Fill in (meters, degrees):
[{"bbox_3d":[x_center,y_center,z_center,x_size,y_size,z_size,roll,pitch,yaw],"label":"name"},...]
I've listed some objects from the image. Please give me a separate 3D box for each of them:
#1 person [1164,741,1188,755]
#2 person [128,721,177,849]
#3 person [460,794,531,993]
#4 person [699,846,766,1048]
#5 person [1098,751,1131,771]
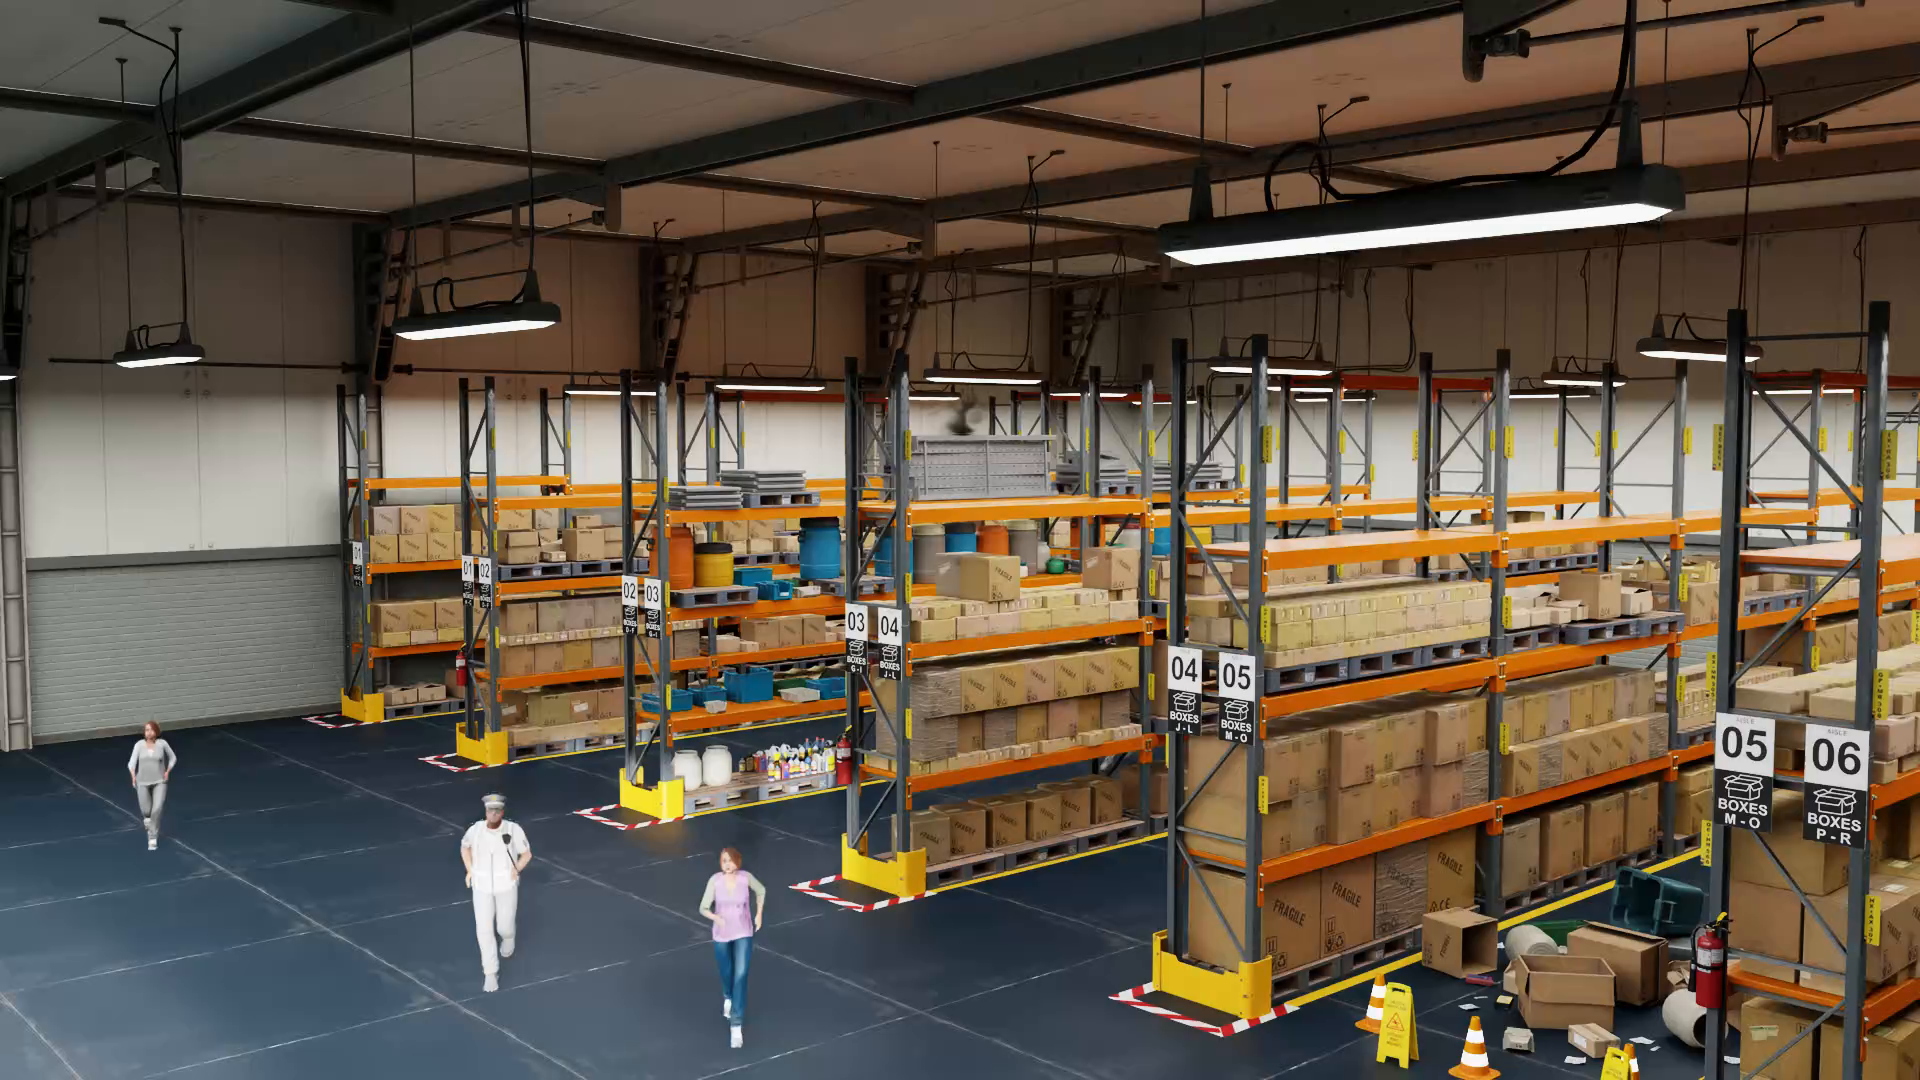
[{"bbox_3d":[3.291,2.726,24.750,0.629,1.620,0.581,-3,5,-41],"label":"person"},{"bbox_3d":[-10.081,3.037,20.773,0.545,1.564,0.623,-2,4,-23],"label":"person"},{"bbox_3d":[-4.383,3.265,15.689,0.663,1.785,0.879,-1,4,-10],"label":"person"},{"bbox_3d":[-1.954,3.430,14.278,0.545,1.625,0.806,0,4,-1],"label":"person"},{"bbox_3d":[2.411,2.631,25.443,0.626,1.655,1.022,3,5,42],"label":"person"}]
